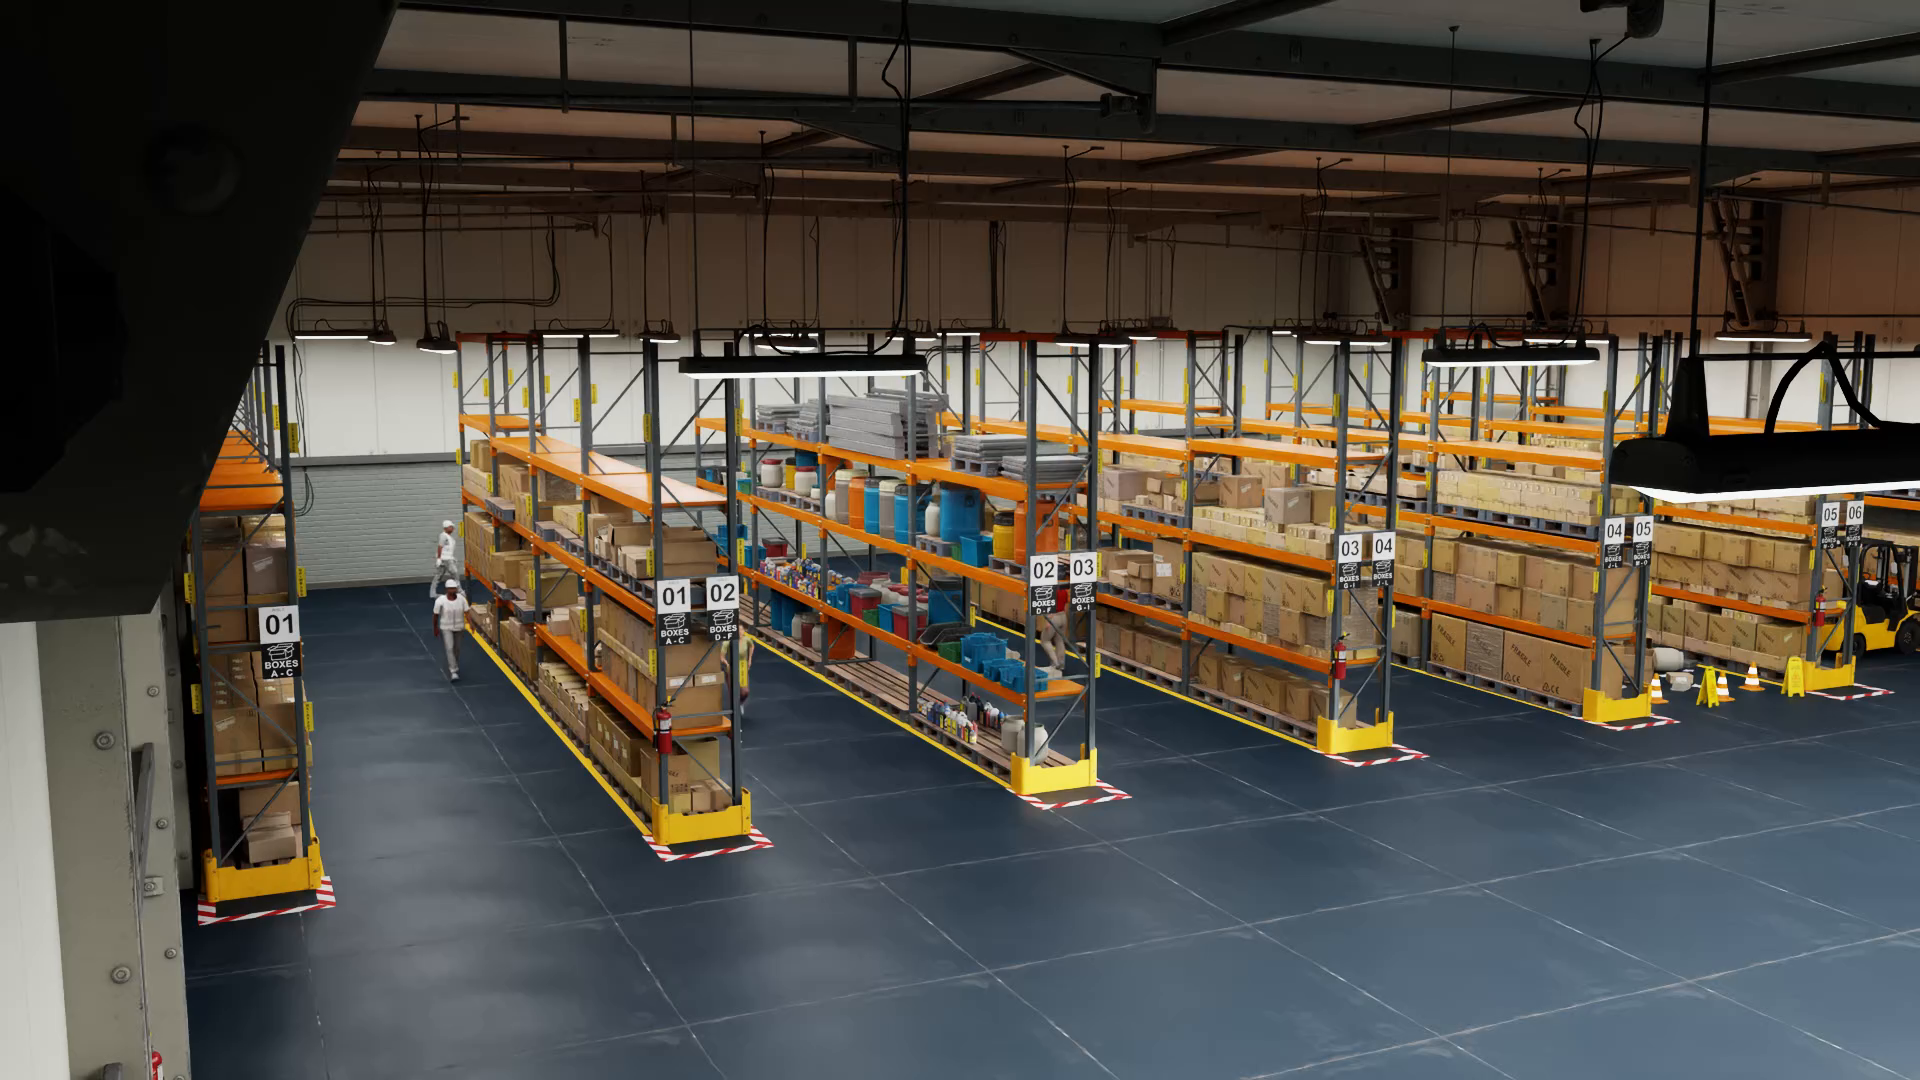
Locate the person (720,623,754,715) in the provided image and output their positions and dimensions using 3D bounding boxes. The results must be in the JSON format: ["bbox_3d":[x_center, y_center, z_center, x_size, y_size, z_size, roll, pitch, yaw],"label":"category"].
[{"bbox_3d":[-3.493,2.045,26.065,0.566,1.585,0.698,-2,8,-13],"label":"person"}]

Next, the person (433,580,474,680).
[{"bbox_3d":[-8.888,1.542,29.187,0.649,1.710,1.081,-4,9,-27],"label":"person"}]

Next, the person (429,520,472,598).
[{"bbox_3d":[-11.477,0.415,37.319,0.908,1.733,0.519,-4,9,-27],"label":"person"}]

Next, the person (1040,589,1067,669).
[{"bbox_3d":[1.713,1.488,29.789,0.389,1.769,0.575,6,10,38],"label":"person"}]
